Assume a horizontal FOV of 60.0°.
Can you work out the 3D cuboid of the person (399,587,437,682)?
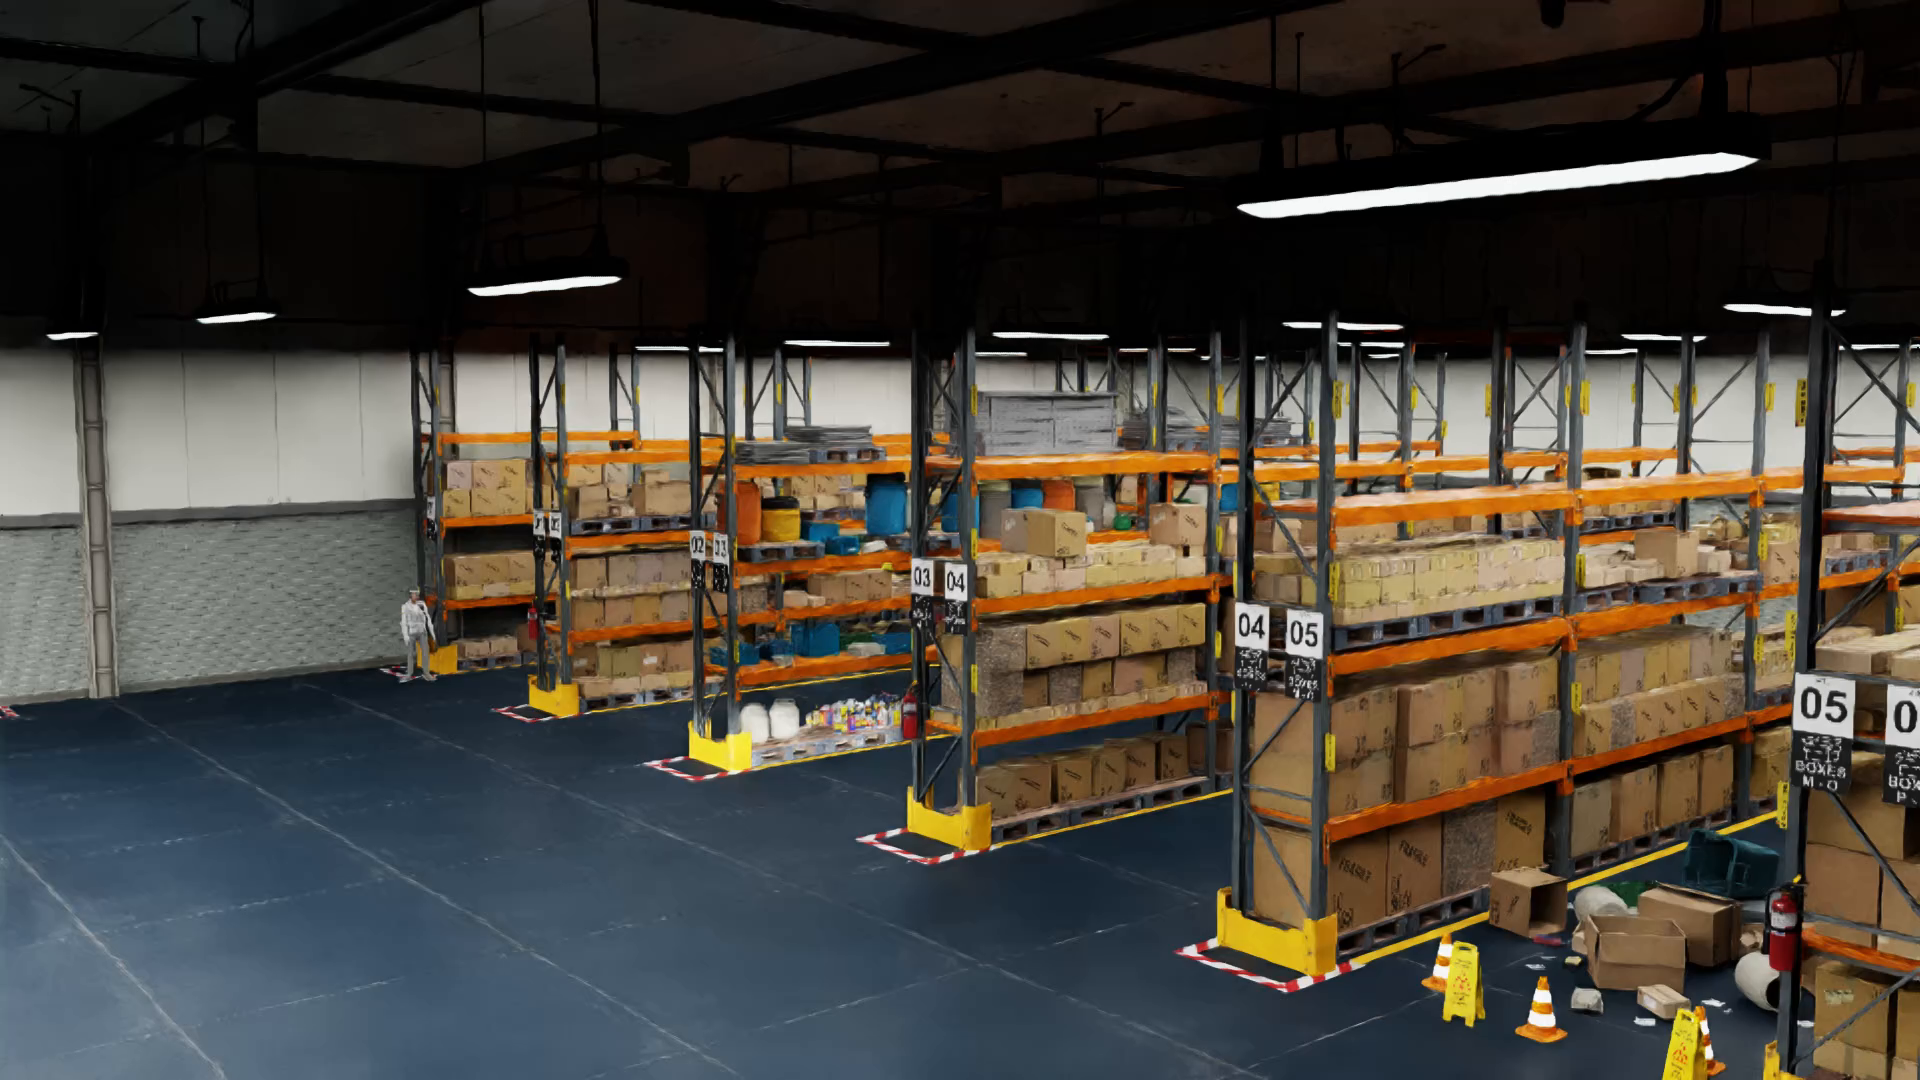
[{"bbox_3d":[-9.468,1.636,28.969,0.624,1.676,0.373,-3,6,-29],"label":"person"}]

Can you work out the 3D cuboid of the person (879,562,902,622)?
[{"bbox_3d":[-1.351,1.284,32.807,0.578,1.714,0.719,-5,7,-41],"label":"person"}]

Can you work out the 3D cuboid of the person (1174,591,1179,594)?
[{"bbox_3d":[4.951,0.676,38.892,0.626,1.777,0.455,-1,5,-15],"label":"person"}]
